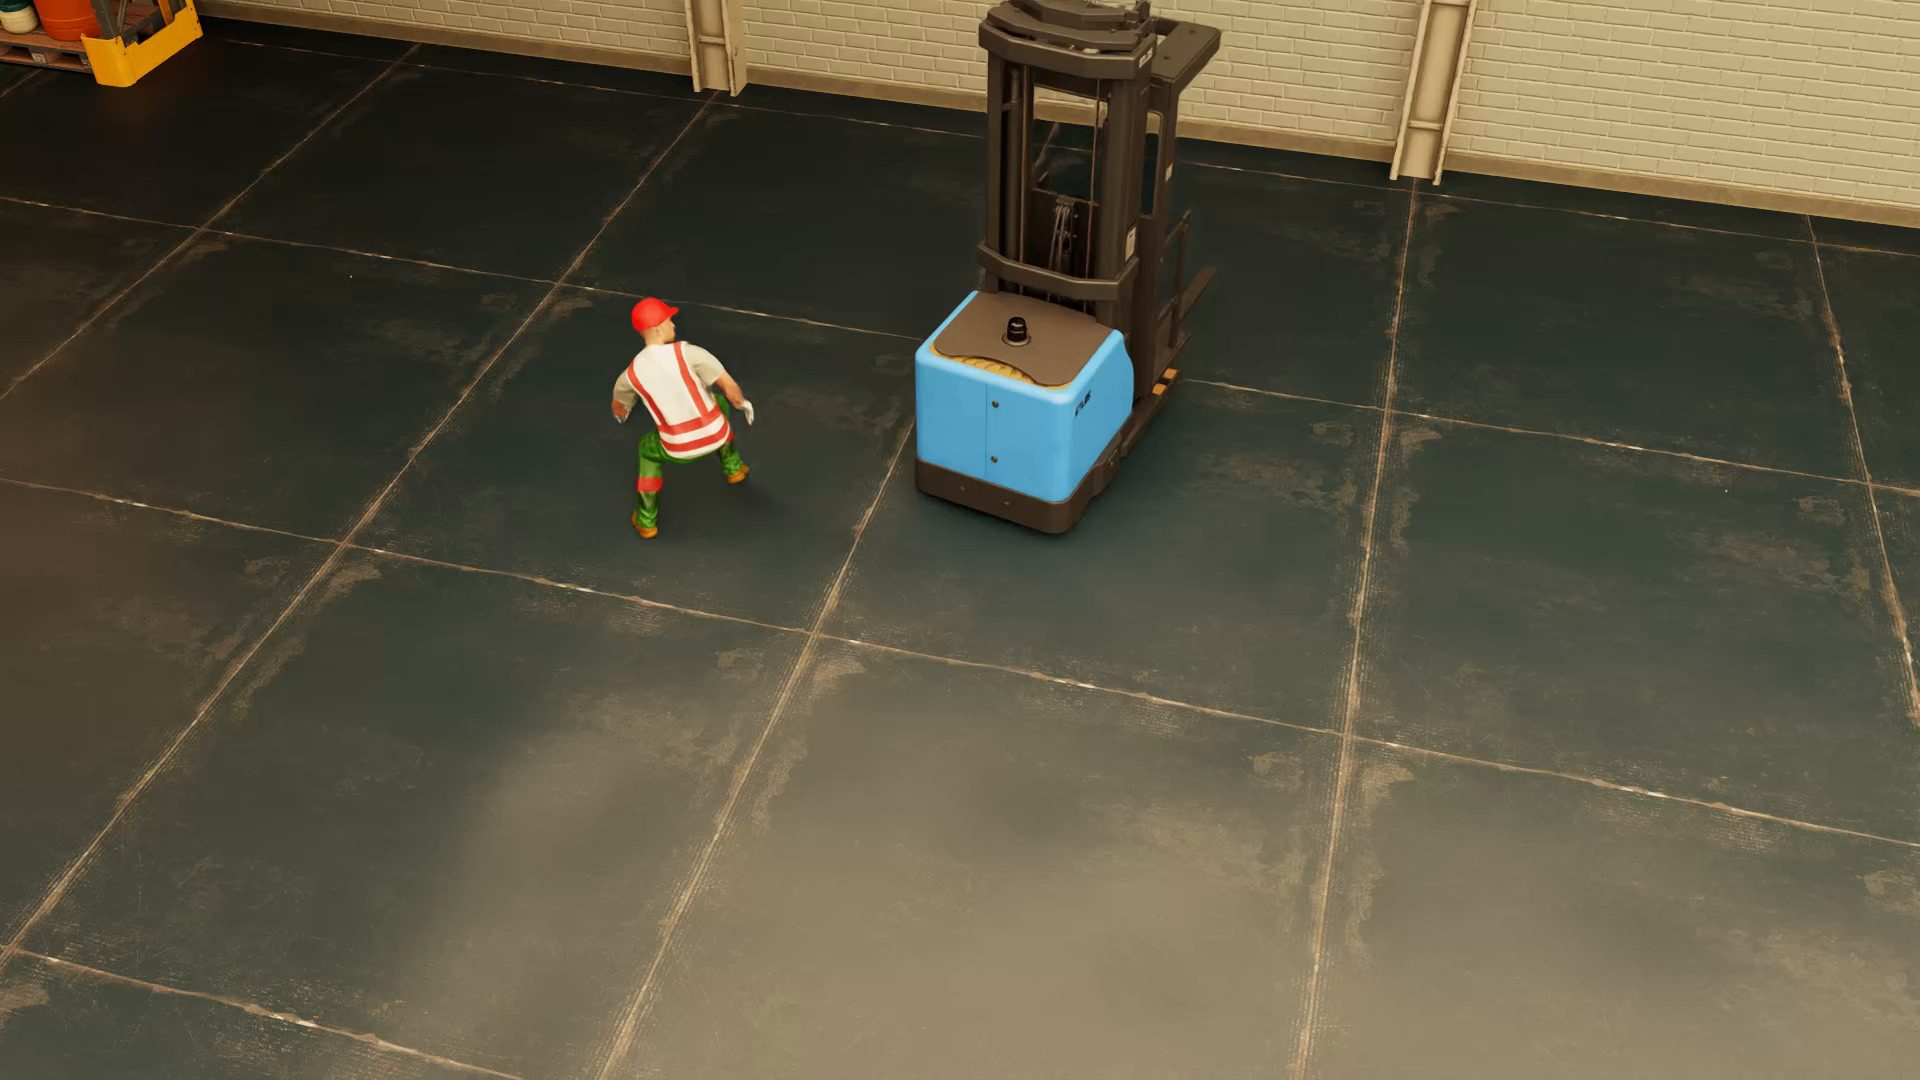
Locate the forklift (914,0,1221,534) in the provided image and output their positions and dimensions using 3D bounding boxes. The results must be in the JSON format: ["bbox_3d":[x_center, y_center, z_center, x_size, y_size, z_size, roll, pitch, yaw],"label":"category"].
[{"bbox_3d":[0.845,-2.105,10.262,1.130,2.935,3.031,19,45,20],"label":"forklift"}]

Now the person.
[{"bbox_3d":[-1.635,-0.745,9.819,0.811,1.538,0.680,-10,42,-11],"label":"person"}]
